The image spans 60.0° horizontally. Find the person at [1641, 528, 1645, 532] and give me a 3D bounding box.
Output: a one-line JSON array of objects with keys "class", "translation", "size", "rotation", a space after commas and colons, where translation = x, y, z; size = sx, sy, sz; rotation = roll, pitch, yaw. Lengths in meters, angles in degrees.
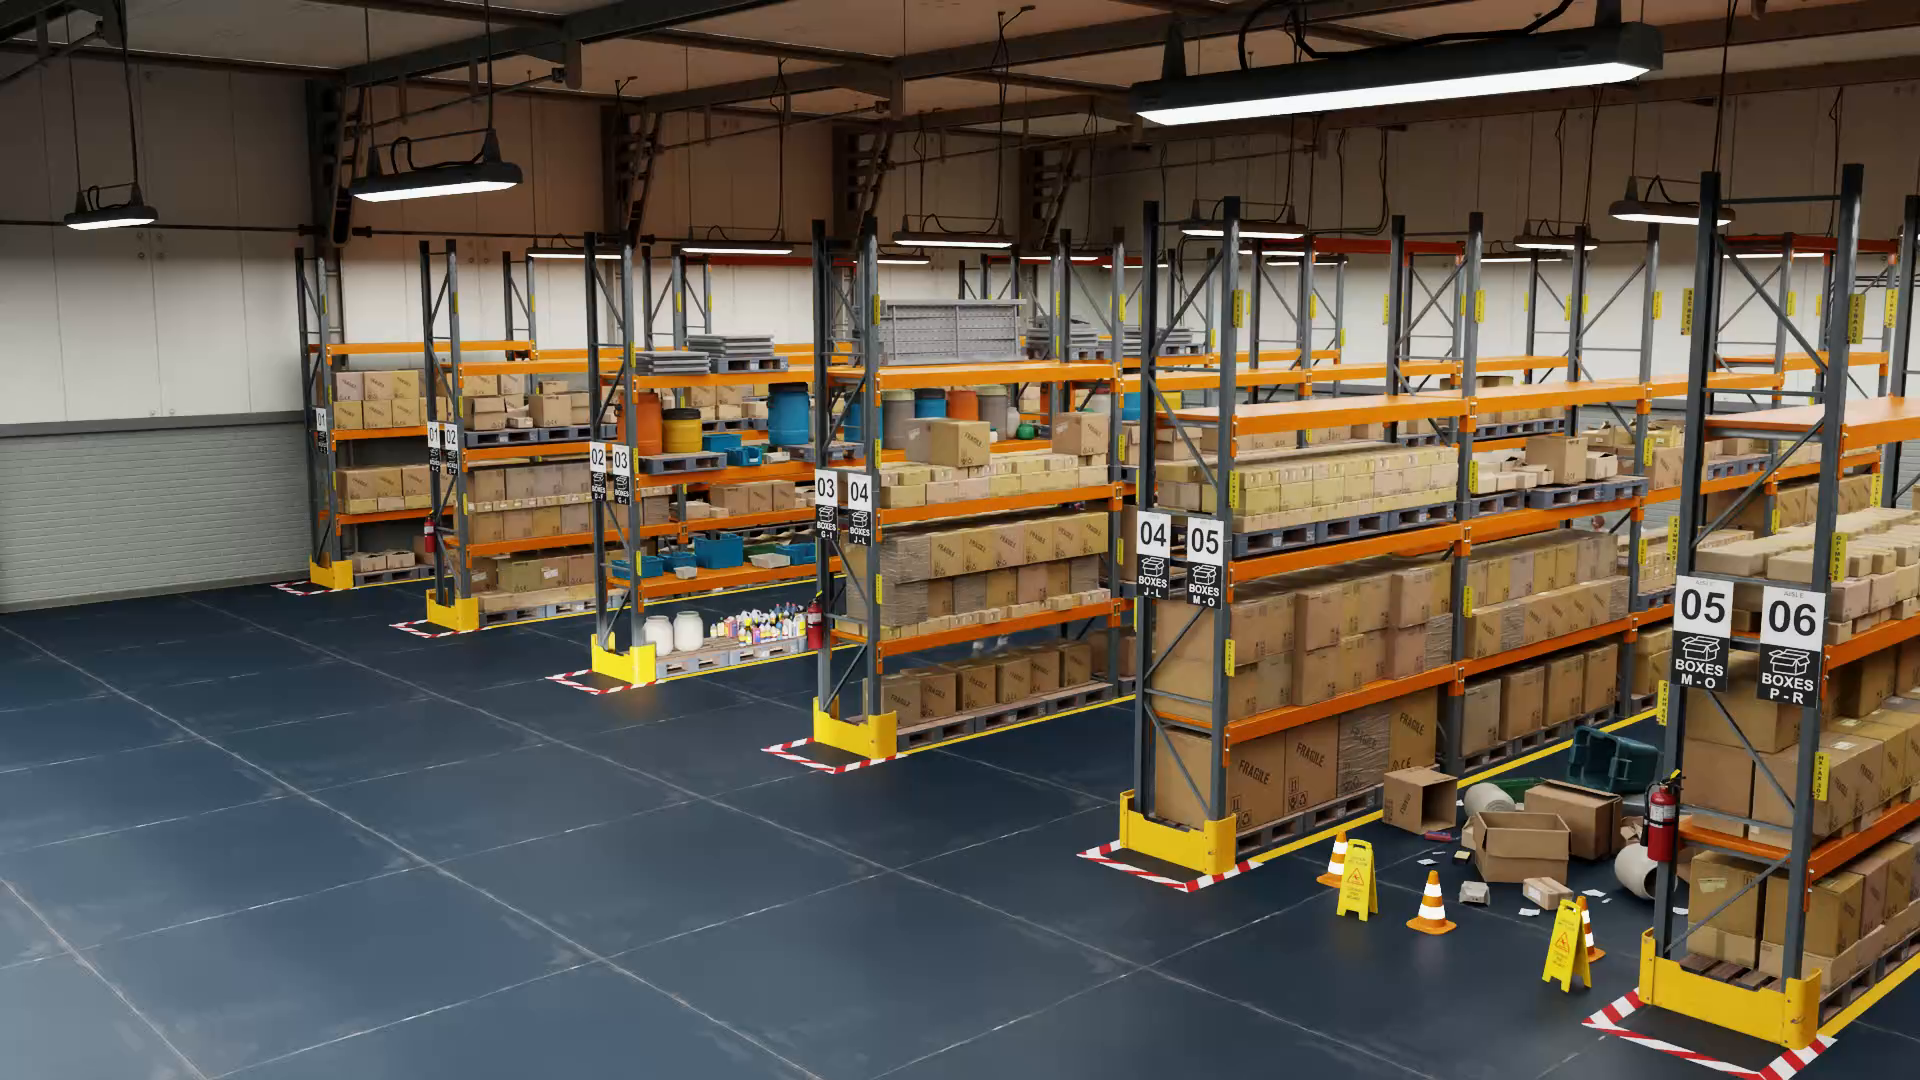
[{"class": "person", "translation": [10.428, 0.632, 25.360], "size": [0.682, 1.722, 0.948], "rotation": [6, 10, 36]}]

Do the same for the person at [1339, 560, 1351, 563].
[{"class": "person", "translation": [5.325, 1.021, 22.813], "size": [0.597, 1.662, 0.607], "rotation": [-7, 11, -39]}]

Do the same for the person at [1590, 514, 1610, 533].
[{"class": "person", "translation": [10.580, 0.367, 27.553], "size": [0.549, 1.587, 0.637], "rotation": [7, 11, 39]}]

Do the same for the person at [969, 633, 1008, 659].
[{"class": "person", "translation": [0.359, 0.714, 22.514], "size": [0.709, 1.899, 0.631], "rotation": [-8, 12, -44]}]
